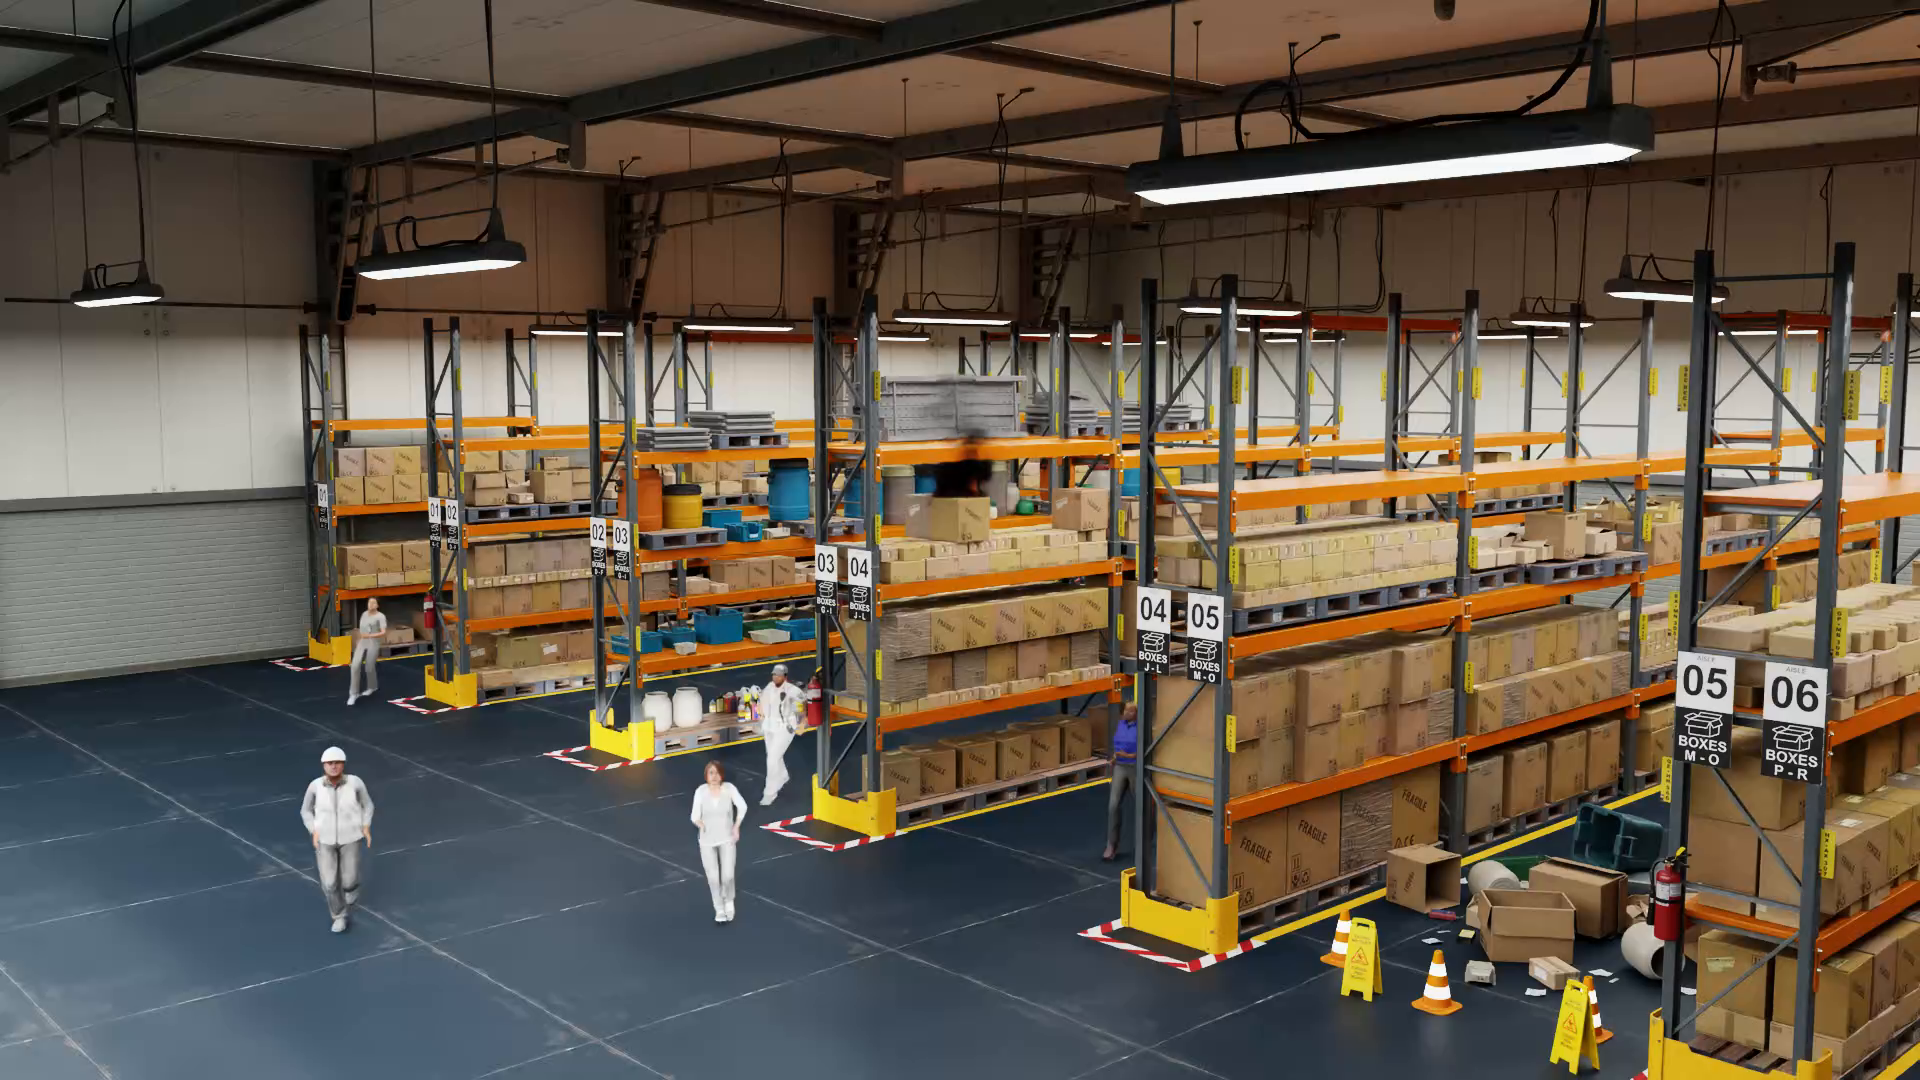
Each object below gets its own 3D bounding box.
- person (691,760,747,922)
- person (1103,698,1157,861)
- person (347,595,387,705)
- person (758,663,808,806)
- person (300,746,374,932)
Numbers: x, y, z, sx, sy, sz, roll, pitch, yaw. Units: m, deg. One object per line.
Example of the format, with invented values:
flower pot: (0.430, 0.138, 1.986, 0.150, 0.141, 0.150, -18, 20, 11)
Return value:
person: (-2.247, 2.819, 15.455, 0.508, 1.558, 0.586, 0, 6, -3)
person: (1.827, 2.530, 17.823, 0.566, 1.687, 0.853, 4, 7, 35)
person: (-9.256, 1.697, 26.071, 0.576, 1.664, 0.870, 1, 6, 7)
person: (-2.152, 2.334, 20.067, 0.654, 1.729, 0.760, 4, 7, 34)
person: (-5.793, 2.757, 15.495, 0.643, 1.722, 0.616, -2, 6, -18)
